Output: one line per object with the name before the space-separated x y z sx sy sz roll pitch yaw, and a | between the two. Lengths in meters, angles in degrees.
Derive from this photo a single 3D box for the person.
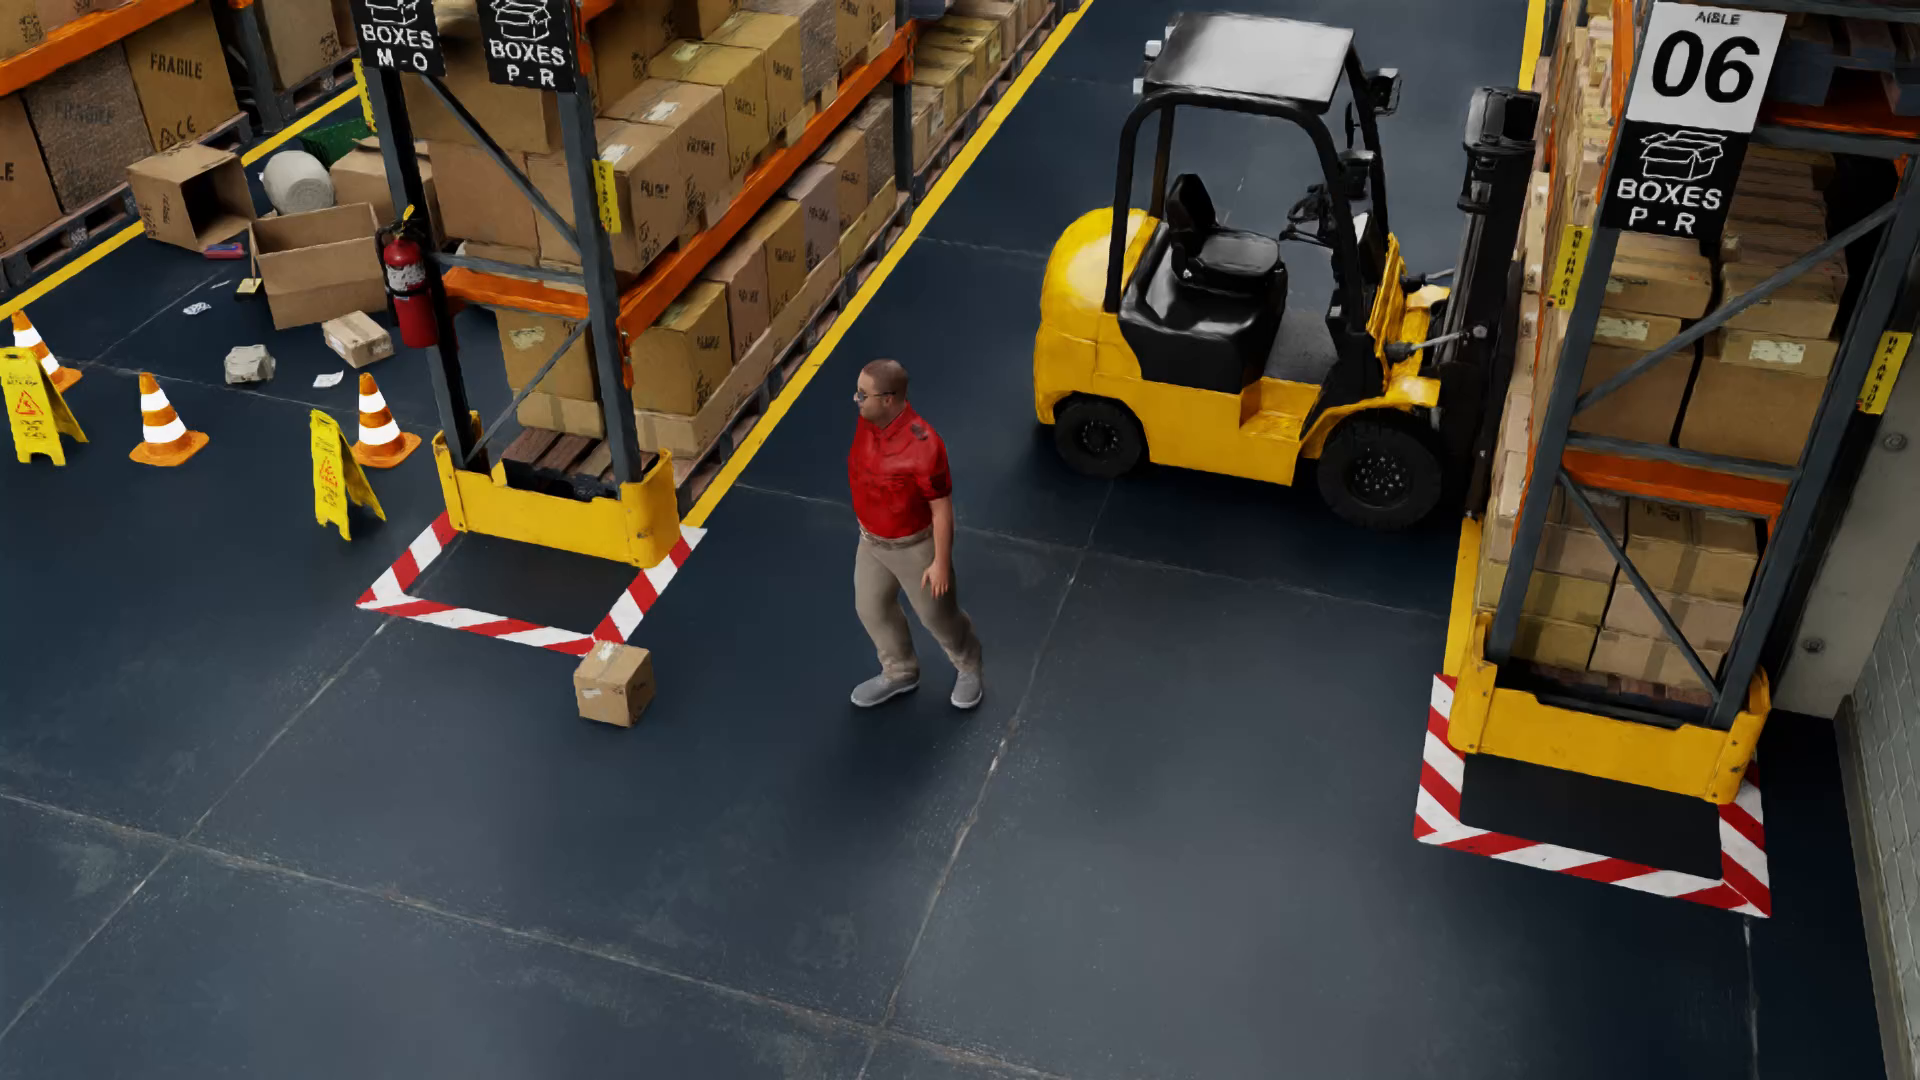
person | -0.187 -0.024 6.942 0.584 1.713 0.570 -26 44 -31
